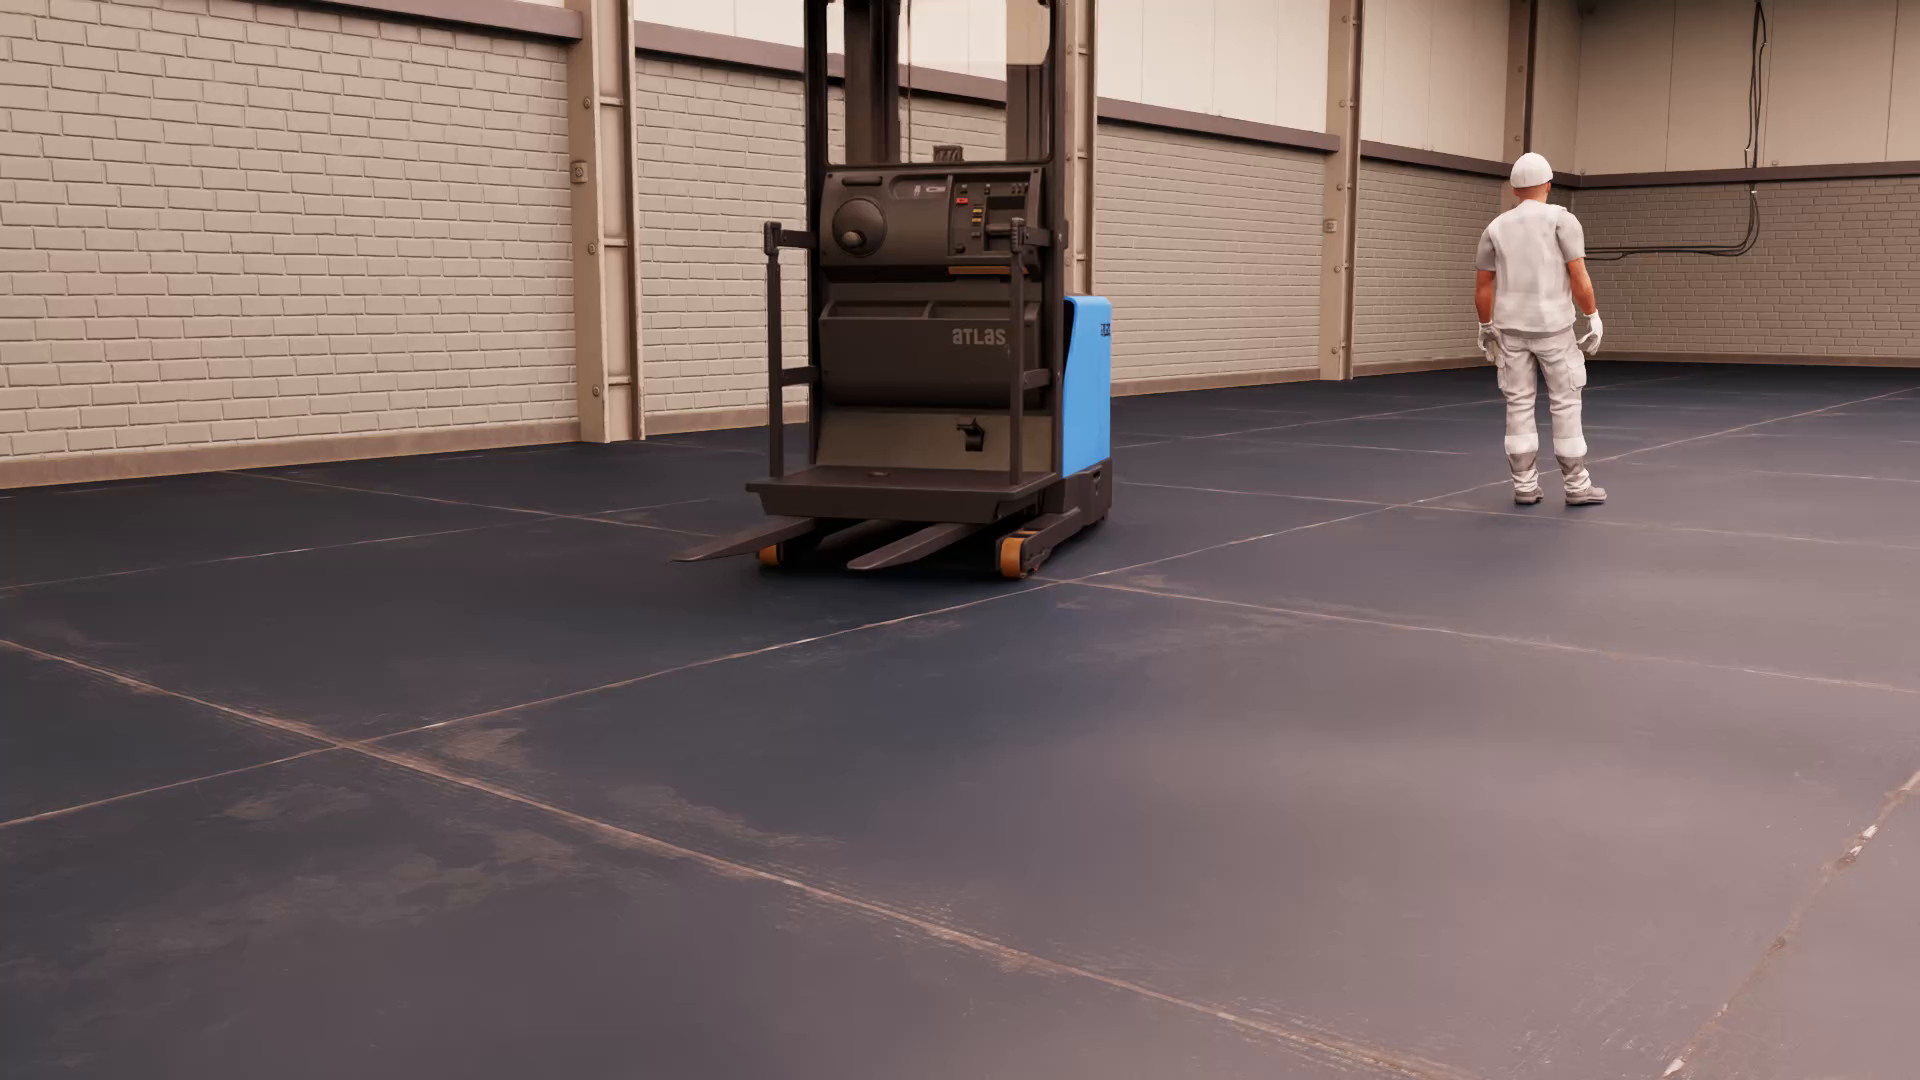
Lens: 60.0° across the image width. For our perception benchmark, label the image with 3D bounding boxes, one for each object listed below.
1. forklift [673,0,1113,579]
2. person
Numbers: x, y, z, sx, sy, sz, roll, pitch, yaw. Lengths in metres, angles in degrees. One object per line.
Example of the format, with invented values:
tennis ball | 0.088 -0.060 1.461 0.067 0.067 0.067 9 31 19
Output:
forklift | -0.183 -1.362 6.593 1.130 2.935 3.031 3 9 17
person | 3.019 -1.089 8.620 0.637 1.787 0.564 7 11 40
